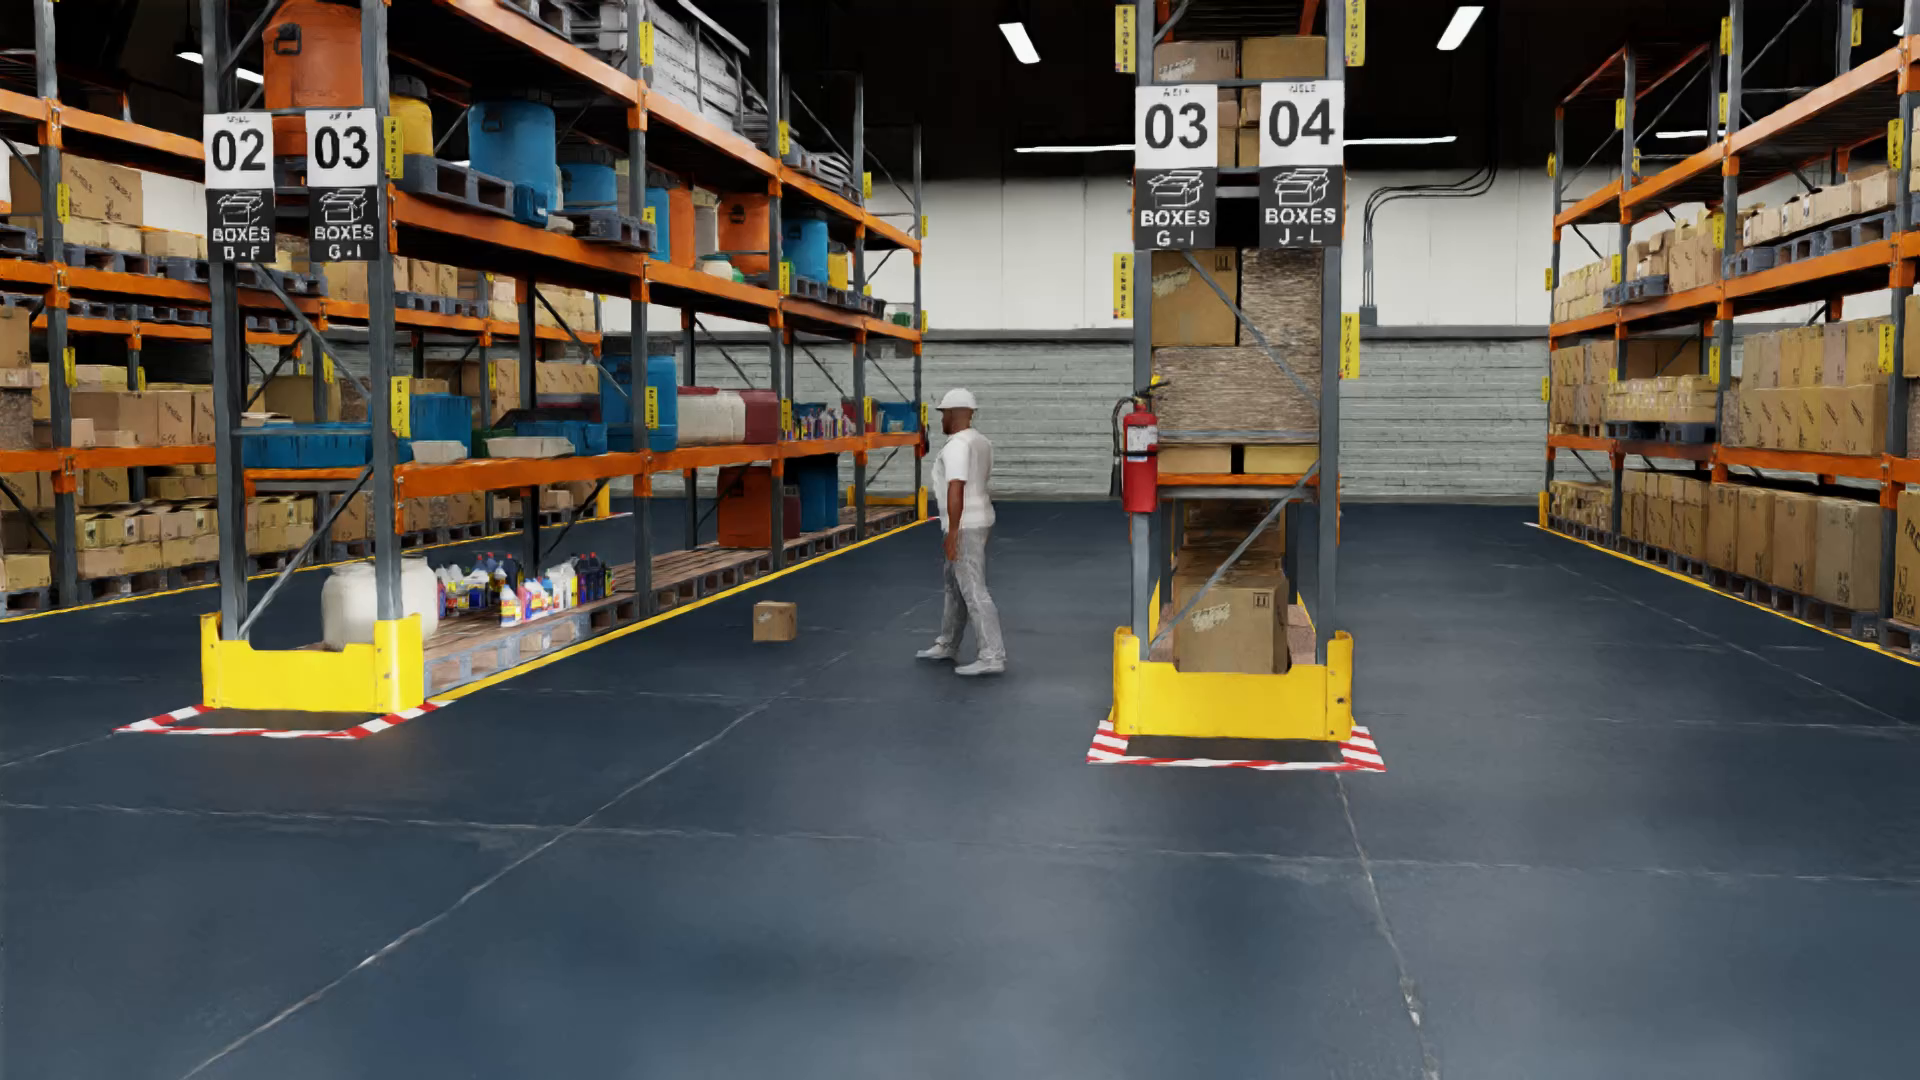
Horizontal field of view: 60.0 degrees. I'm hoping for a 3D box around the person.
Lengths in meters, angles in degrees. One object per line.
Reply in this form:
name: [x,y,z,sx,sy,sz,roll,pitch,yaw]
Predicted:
person: [0.017,-0.066,10.375,0.640,1.754,0.623,1,5,14]
